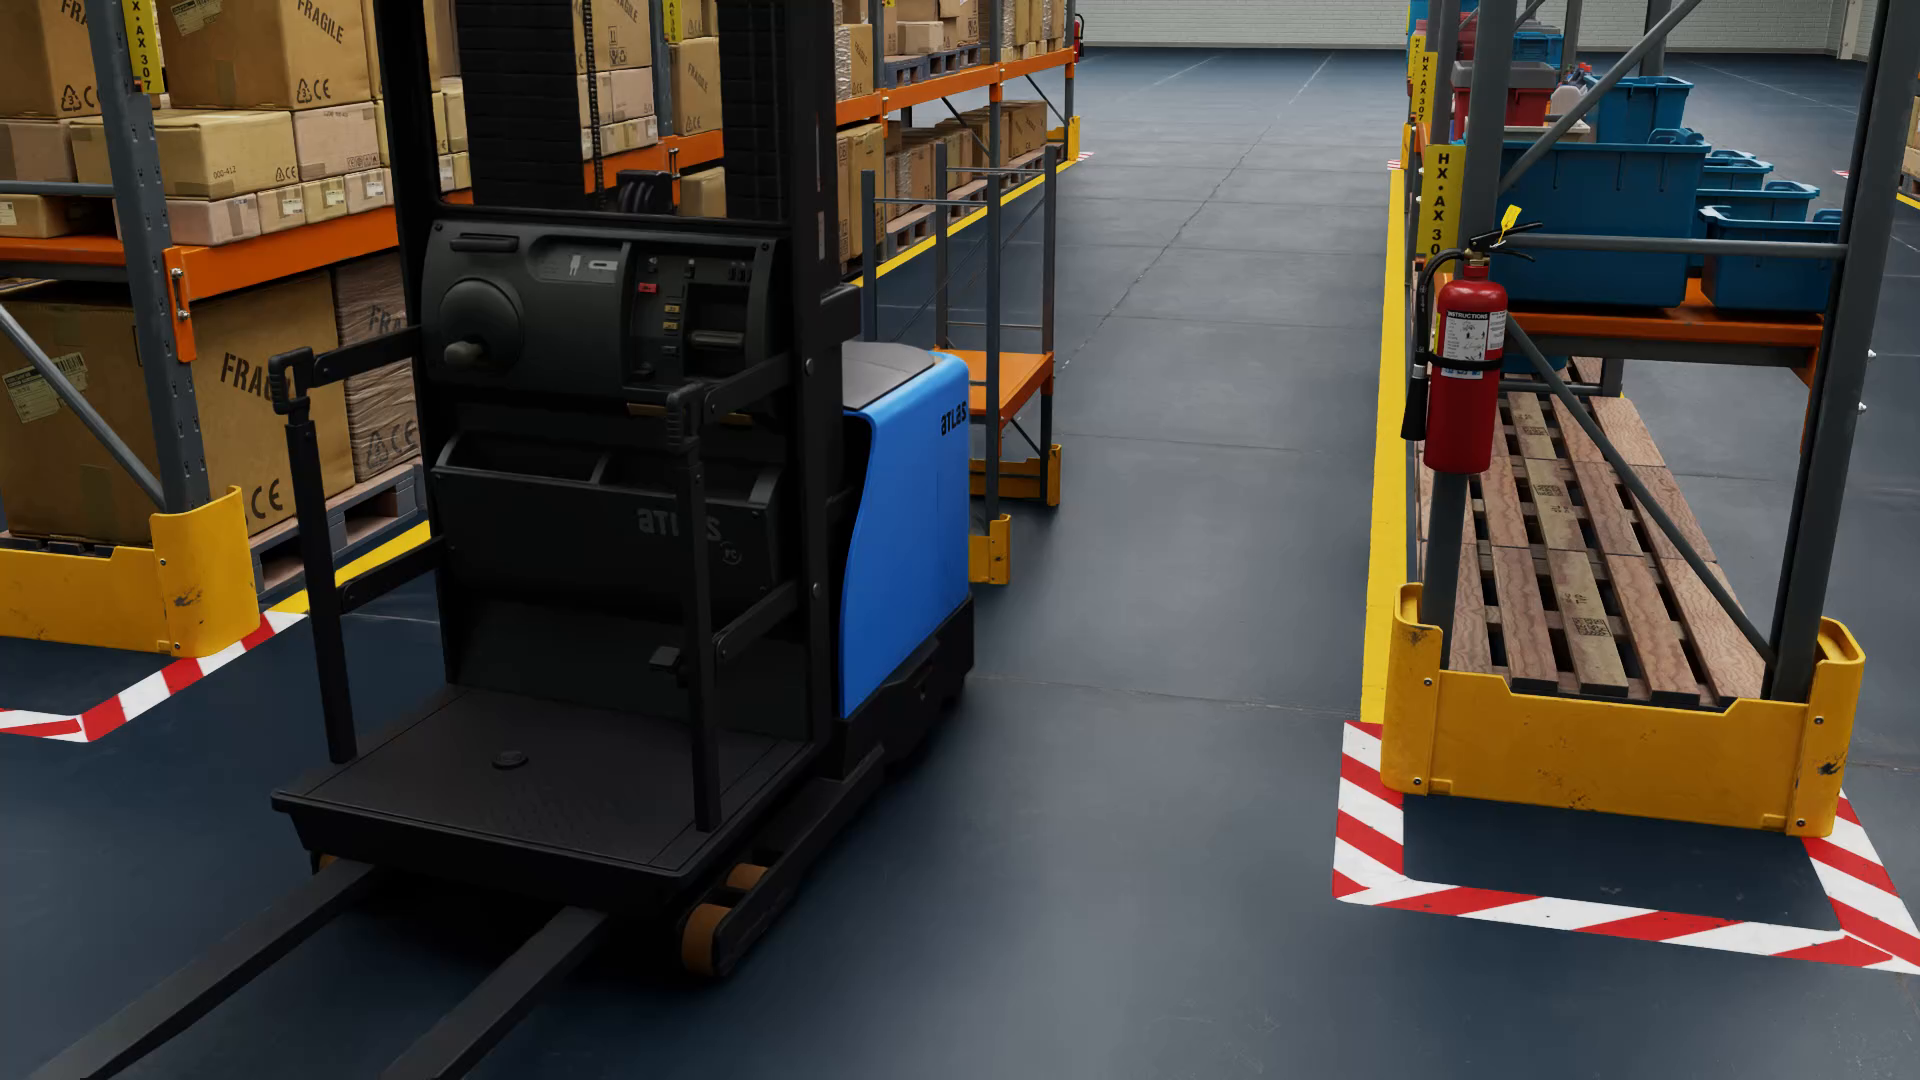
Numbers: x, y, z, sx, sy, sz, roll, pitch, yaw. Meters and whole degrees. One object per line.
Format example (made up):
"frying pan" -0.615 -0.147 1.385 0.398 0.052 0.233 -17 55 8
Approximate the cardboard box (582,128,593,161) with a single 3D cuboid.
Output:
"cardboard box" -1.995 -1.900 7.997 0.380 0.149 0.250 5 19 14

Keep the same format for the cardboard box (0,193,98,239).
"cardboard box" -3.259 -1.147 5.793 0.380 0.149 0.250 5 19 14

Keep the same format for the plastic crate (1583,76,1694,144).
"plastic crate" 2.970 -1.838 7.360 0.392 0.384 0.575 5 19 13

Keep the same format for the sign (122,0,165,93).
"sign" -2.491 -1.529 5.063 0.100 0.325 0.005 5 19 13

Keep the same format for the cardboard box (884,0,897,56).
"cardboard box" -0.940 -4.237 13.647 0.700 0.500 0.500 8 20 21

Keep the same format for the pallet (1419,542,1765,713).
"pallet" 2.015 0.327 5.403 1.003 0.211 1.213 5 19 13

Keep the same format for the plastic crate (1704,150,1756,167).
"plastic crate" 2.550 -1.244 5.856 0.416 0.233 0.300 5 19 13

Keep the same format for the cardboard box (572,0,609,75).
"cardboard box" -2.029 -2.484 7.932 0.500 0.500 0.500 5 19 14

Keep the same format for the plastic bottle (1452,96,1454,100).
"plastic bottle" 2.625 -2.195 8.666 0.152 0.276 0.135 5 19 13

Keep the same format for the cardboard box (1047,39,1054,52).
"cardboard box" 0.864 -5.681 19.066 0.380 0.149 0.250 5 19 13

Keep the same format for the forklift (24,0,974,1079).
"forklift" -0.935 -0.542 3.740 1.130 2.935 3.031 7 20 19

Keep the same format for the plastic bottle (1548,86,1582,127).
"plastic bottle" 3.314 -2.349 9.116 0.152 0.276 0.135 5 19 13

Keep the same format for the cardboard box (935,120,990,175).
"cardboard box" 0.041 -4.027 17.055 0.500 0.500 0.500 4 19 12

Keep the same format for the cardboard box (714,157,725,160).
"cardboard box" -1.695 -2.057 10.708 1.225 0.875 0.875 4 19 11

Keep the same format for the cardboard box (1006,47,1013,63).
"cardboard box" 0.323 -4.891 16.756 0.380 0.149 0.250 5 19 13

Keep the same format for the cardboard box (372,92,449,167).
"cardboard box" -2.401 -1.648 6.642 0.500 0.250 0.500 4 19 12

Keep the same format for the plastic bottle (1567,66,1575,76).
"plastic bottle" 3.989 -2.956 10.883 0.061 0.283 0.133 5 19 13

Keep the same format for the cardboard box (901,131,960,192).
"cardboard box" -0.401 -3.576 15.702 0.700 0.500 0.500 5 19 13

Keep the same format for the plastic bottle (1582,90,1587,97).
"plastic bottle" 3.462 -2.337 9.081 0.152 0.276 0.135 5 19 13

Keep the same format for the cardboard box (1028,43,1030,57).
"cardboard box" 0.530 -5.208 17.682 0.380 0.149 0.250 5 19 13

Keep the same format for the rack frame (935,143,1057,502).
"rack frame" 0.145 -0.896 6.990 0.500 1.500 0.032 5 19 13

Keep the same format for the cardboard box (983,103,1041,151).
"cardboard box" 0.600 -4.774 19.242 0.500 0.500 0.500 10 21 28

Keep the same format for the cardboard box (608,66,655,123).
"cardboard box" -1.903 -2.292 8.530 0.500 0.250 0.500 4 19 12

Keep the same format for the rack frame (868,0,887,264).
"rack frame" -1.073 -3.635 12.690 1.000 3.000 0.127 5 19 13

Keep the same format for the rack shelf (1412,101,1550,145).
"rack shelf" 4.219 -3.531 13.497 1.077 0.370 4.000 5 19 13

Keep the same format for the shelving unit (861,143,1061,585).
"shelving unit" 0.019 -0.734 6.515 0.587 1.500 1.083 5 19 13

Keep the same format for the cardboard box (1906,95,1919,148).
"cardboard box" 10.020 -4.304 17.093 0.500 0.500 0.500 5 19 13

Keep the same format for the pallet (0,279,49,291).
"pallet" -6.646 -1.730 11.425 1.003 0.211 1.213 5 19 13

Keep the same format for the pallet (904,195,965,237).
"pallet" -0.580 -2.942 14.974 1.003 0.211 1.213 5 19 13

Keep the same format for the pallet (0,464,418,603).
"pallet" -2.908 -0.065 6.552 1.003 0.211 1.213 5 19 13

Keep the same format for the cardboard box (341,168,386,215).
"cardboard box" -2.434 -1.337 6.350 0.380 0.149 0.250 4 19 13

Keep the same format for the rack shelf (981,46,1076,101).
"rack shelf" 0.393 -5.176 18.313 1.077 0.370 4.000 5 19 13

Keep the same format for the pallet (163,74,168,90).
"pallet" -5.928 -3.736 13.282 1.213 0.211 1.003 5 19 13

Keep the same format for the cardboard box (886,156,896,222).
"cardboard box" -0.928 -2.872 13.643 0.700 0.500 0.500 4 19 10

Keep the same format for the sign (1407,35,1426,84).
"sign" 3.195 -3.363 11.640 0.100 0.325 0.005 5 19 13

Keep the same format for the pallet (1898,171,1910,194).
"pallet" 10.341 -3.797 17.477 1.003 0.211 1.213 5 19 13

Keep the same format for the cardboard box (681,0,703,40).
"cardboard box" -1.902 -3.105 9.430 0.797 0.503 0.637 4 19 12

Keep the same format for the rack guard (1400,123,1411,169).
"rack guard" 5.712 -4.541 19.210 1.175 0.500 0.348 5 19 13

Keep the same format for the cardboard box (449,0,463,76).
"cardboard box" -2.543 -2.523 8.044 0.500 0.500 0.500 5 19 13

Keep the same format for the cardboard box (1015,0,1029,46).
"cardboard box" 0.231 -5.367 17.146 0.875 0.500 0.500 5 19 13

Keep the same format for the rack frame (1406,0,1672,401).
"rack frame" 2.753 -1.991 7.875 1.000 3.000 0.127 5 19 13

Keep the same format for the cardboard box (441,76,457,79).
"cardboard box" -2.666 -2.007 7.694 0.500 0.250 0.500 5 20 15

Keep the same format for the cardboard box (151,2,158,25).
"cardboard box" -5.915 -3.744 11.826 0.380 0.149 0.250 5 20 15

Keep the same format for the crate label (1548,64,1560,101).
"crate label" 4.197 -3.268 11.872 0.303 0.233 0.416 5 19 13

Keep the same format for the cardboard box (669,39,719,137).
"cardboard box" -1.695 -2.553 9.368 0.500 0.500 0.500 5 19 14

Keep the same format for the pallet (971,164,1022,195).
"pallet" 0.035 -3.783 17.436 1.003 0.211 1.213 5 19 13

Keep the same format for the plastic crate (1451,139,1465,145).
"plastic crate" 2.029 -1.350 6.165 0.416 0.233 0.300 5 19 13

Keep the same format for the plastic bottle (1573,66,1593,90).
"plastic bottle" 3.609 -2.556 9.606 0.144 0.351 0.185 5 19 13
